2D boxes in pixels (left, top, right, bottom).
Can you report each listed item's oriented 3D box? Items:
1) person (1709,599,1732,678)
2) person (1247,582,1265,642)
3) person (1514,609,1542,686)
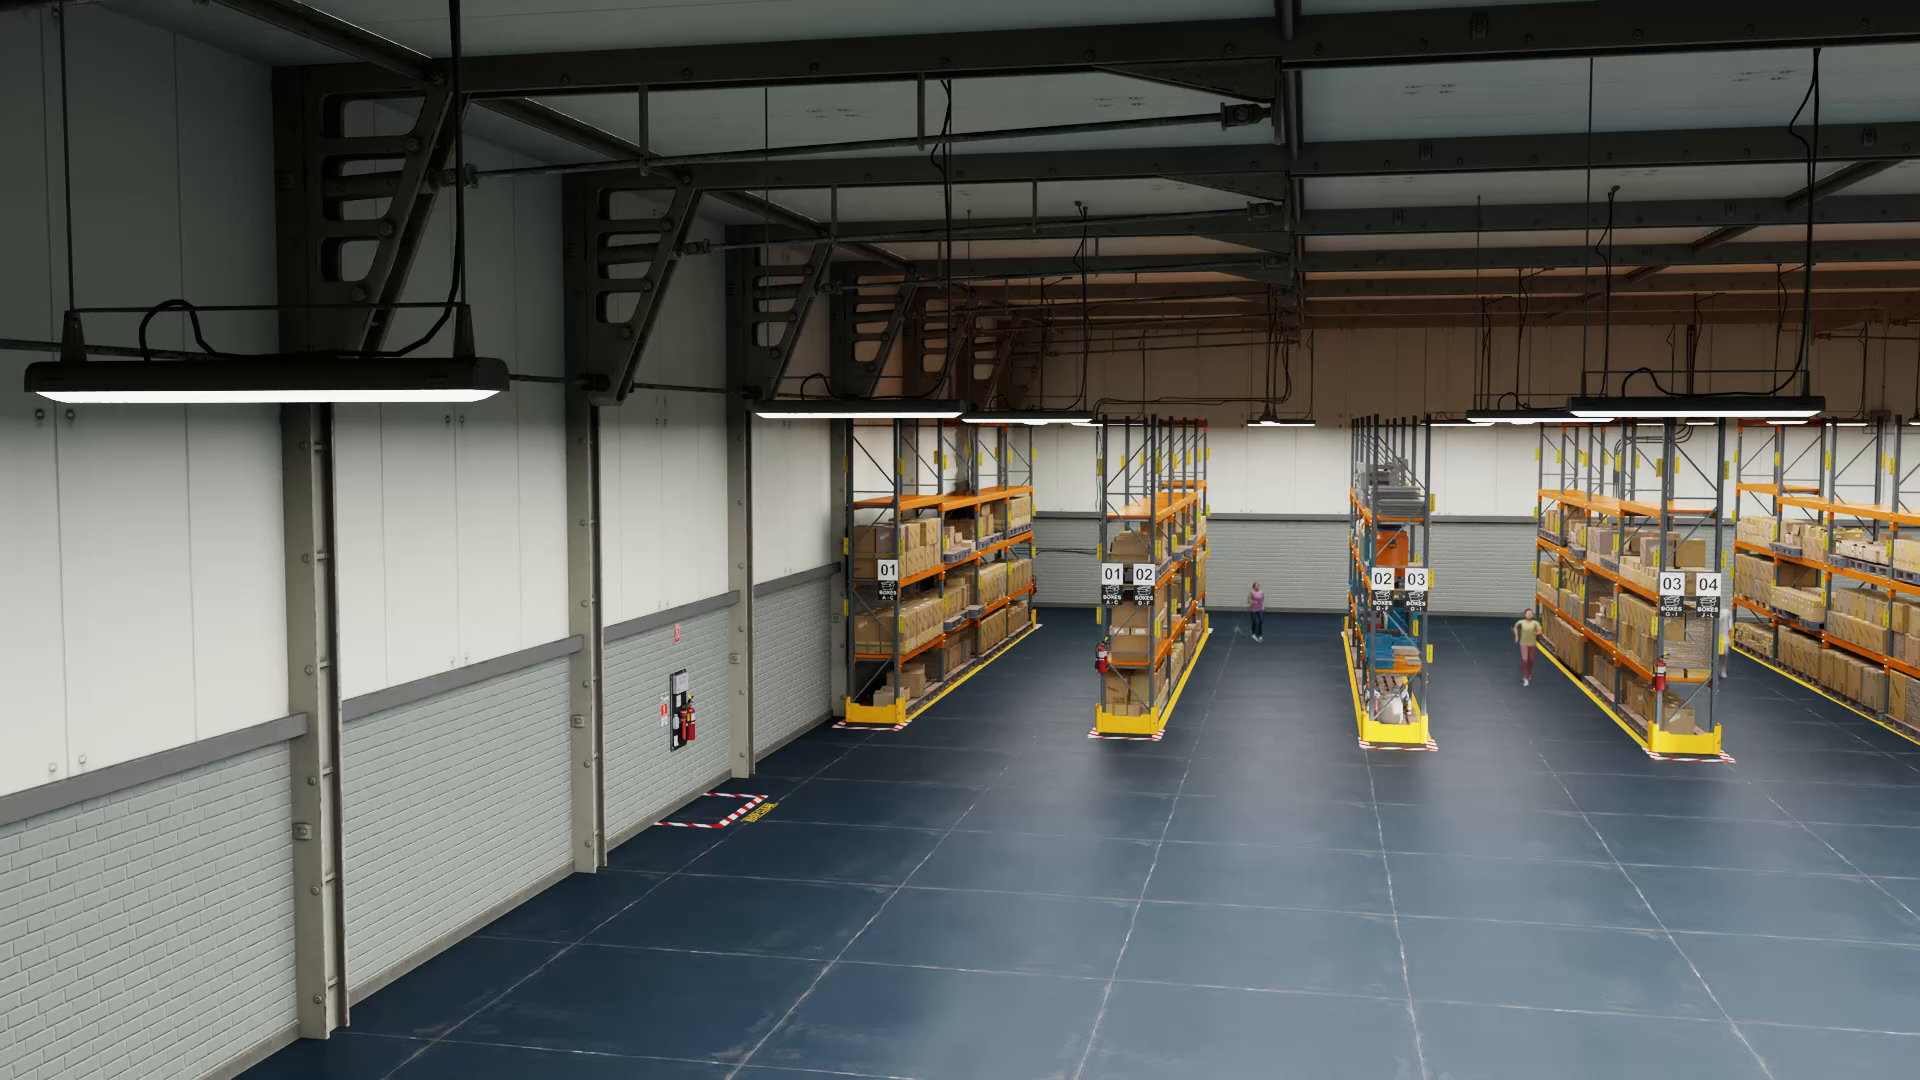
[{"bbox_3d":[17.548,2.276,38.517,0.709,1.856,0.840,1,4,10],"label":"person"},{"bbox_3d":[8.004,1.942,44.881,0.514,1.640,0.709,0,4,-1],"label":"person"},{"bbox_3d":[12.770,2.374,37.358,0.568,1.677,0.942,1,4,10],"label":"person"}]
